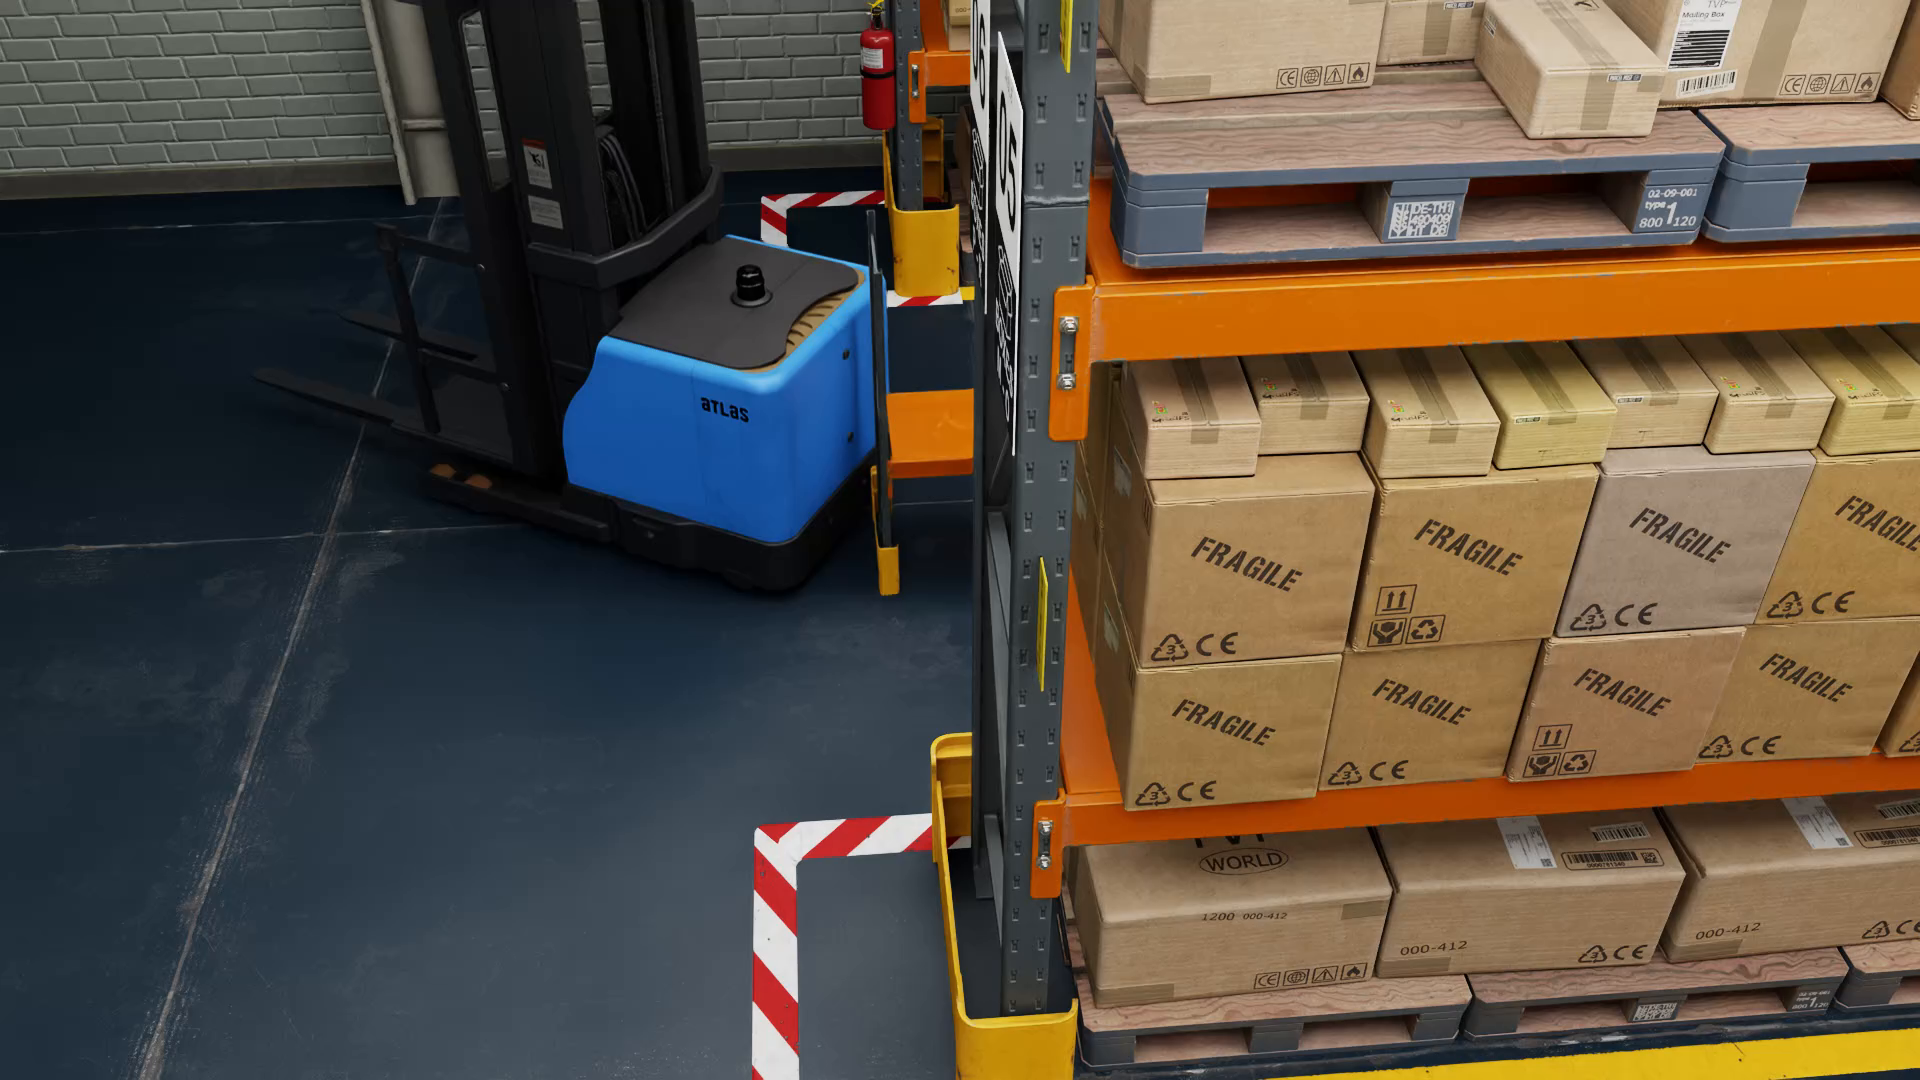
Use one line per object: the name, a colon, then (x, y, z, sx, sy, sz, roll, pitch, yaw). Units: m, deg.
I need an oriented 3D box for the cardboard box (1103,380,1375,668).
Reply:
cardboard box: (0.648, -0.058, 4.014, 0.500, 0.500, 0.500, -4, 38, -5)

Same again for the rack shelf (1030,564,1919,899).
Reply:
rack shelf: (2.137, 0.397, 4.906, 4.000, 0.370, 1.077, -3, 38, -4)

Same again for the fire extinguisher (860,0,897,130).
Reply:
fire extinguisher: (-0.405, -2.368, 8.193, 0.183, 0.674, 0.296, -3, 38, -4)

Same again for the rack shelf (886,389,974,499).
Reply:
rack shelf: (0.184, -0.426, 6.870, 1.000, 0.185, 0.538, -3, 38, -4)

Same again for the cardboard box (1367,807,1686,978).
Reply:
cardboard box: (1.704, 0.912, 5.402, 0.875, 0.438, 0.875, -2, 38, -3)

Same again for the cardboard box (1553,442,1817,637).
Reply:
cardboard box: (1.674, -0.124, 4.097, 0.500, 0.500, 0.500, -3, 38, -4)

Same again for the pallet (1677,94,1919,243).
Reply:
pallet: (2.100, -1.035, 3.790, 1.213, 0.211, 1.003, -3, 38, -4)

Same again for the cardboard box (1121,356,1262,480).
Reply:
cardboard box: (0.523, -0.311, 3.811, 0.250, 0.149, 0.380, -2, 38, -3)

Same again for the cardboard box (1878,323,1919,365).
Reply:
cardboard box: (2.328, -0.414, 3.942, 0.250, 0.149, 0.380, -3, 38, -4)

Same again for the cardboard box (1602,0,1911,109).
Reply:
cardboard box: (1.640, -1.174, 3.547, 0.500, 0.311, 0.500, -2, 38, -3)

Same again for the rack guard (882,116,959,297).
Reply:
rack guard: (-0.223, -1.861, 9.205, 0.348, 0.500, 1.175, -3, 38, -4)

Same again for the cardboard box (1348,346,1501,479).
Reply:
cardboard box: (1.046, -0.313, 3.813, 0.250, 0.149, 0.380, -2, 38, -3)

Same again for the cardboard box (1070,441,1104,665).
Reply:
cardboard box: (0.601, -0.005, 4.754, 0.500, 0.500, 0.500, -3, 38, -4)

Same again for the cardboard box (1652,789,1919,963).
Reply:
cardboard box: (2.602, 0.864, 5.463, 0.875, 0.438, 0.875, -4, 38, -5)

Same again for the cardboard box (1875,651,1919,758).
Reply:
cardboard box: (2.678, 0.217, 4.473, 0.500, 0.500, 0.500, -4, 38, -5)

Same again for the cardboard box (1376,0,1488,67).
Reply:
cardboard box: (0.995, -1.211, 3.725, 0.250, 0.149, 0.380, -6, 39, -7)

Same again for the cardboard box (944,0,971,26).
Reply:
cardboard box: (0.177, -2.755, 8.201, 0.500, 0.250, 0.500, -3, 38, -4)

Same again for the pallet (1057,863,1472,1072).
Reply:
pallet: (0.934, 1.227, 5.525, 1.213, 0.211, 1.003, -3, 38, -4)

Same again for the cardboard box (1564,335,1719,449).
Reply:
cardboard box: (1.564, -0.385, 3.905, 0.250, 0.149, 0.380, -3, 38, -4)

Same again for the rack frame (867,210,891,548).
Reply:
rack frame: (-0.322, -0.537, 6.720, 0.032, 1.500, 0.500, -3, 38, -4)

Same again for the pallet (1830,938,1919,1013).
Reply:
pallet: (3.364, 1.093, 5.694, 1.213, 0.211, 1.003, -3, 38, -4)

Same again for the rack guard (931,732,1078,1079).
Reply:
rack guard: (0.120, 1.207, 5.317, 0.348, 0.500, 1.175, -3, 38, -4)

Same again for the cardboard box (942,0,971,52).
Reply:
cardboard box: (0.053, -2.588, 8.311, 0.250, 0.149, 0.380, -3, 38, -4)

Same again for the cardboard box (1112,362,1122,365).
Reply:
cardboard box: (0.484, -0.605, 4.184, 0.250, 0.149, 0.380, -3, 38, -3)

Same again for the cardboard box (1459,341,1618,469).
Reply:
cardboard box: (1.307, -0.338, 3.845, 0.250, 0.149, 0.380, -4, 38, -5)

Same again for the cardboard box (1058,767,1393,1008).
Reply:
cardboard box: (0.793, 0.967, 5.332, 0.875, 0.438, 0.875, -4, 38, -6)

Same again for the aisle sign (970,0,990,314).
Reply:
aisle sign: (0.045, -0.984, 3.976, 0.004, 0.787, 0.394, -3, 38, -4)

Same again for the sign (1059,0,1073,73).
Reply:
sign: (0.188, -0.985, 2.885, 0.005, 0.325, 0.100, -3, 38, -4)

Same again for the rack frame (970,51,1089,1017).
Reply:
rack frame: (0.144, 0.224, 4.544, 0.127, 3.000, 1.000, -3, 38, -4)

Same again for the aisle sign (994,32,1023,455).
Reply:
aisle sign: (0.098, -0.613, 3.507, 0.004, 0.787, 0.394, -3, 38, -4)

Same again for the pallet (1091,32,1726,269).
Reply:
pallet: (0.882, -0.966, 3.702, 1.213, 0.211, 1.003, -3, 38, -4)

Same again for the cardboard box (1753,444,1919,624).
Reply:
cardboard box: (2.171, -0.152, 4.133, 0.500, 0.500, 0.500, -3, 38, -4)

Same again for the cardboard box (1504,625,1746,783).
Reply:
cardboard box: (1.658, 0.274, 4.400, 0.500, 0.500, 0.500, -3, 38, -4)

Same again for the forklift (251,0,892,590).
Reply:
forklift: (-1.853, -1.553, 6.852, 3.031, 2.935, 1.130, 16, 41, 19)

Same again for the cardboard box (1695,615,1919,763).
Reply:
cardboard box: (2.155, 0.236, 4.448, 0.500, 0.500, 0.500, -2, 38, -2)

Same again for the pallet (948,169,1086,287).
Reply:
pallet: (0.571, -1.792, 9.351, 1.213, 0.211, 1.003, -3, 38, -4)

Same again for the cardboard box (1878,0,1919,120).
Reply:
cardboard box: (2.166, -1.215, 3.446, 0.500, 0.500, 0.500, -3, 38, -3)

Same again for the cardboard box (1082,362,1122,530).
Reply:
cardboard box: (0.604, -0.381, 4.423, 0.500, 0.500, 0.500, -2, 38, -2)

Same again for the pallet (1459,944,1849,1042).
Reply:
pallet: (2.146, 1.162, 5.607, 1.213, 0.211, 1.003, -3, 38, -4)

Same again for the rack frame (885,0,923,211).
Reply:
rack frame: (-0.299, -2.838, 8.425, 0.127, 3.000, 1.000, -3, 38, -4)

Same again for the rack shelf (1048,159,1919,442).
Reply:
rack shelf: (2.137, -0.781, 3.977, 4.000, 0.370, 1.077, -3, 38, -4)

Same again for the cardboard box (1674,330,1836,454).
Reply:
cardboard box: (1.816, -0.373, 3.889, 0.250, 0.149, 0.380, -3, 38, -4)

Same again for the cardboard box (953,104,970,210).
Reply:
cardboard box: (0.319, -1.998, 9.037, 0.637, 0.503, 0.797, -5, 39, -6)

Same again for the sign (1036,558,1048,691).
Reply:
sign: (0.188, 0.196, 3.817, 0.005, 0.325, 0.100, -3, 38, -4)

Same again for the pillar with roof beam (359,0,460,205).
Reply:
pillar with roof beam: (-2.683, -2.945, 3.718, 0.400, 9.000, 9.100, -3, 38, -4)

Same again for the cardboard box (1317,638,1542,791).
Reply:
cardboard box: (1.149, 0.291, 4.379, 0.500, 0.500, 0.500, -4, 38, -5)

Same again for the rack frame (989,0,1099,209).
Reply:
rack frame: (0.144, -2.131, 2.686, 0.127, 3.000, 1.000, -3, 38, -4)

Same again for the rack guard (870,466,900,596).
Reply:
rack guard: (-0.321, -0.046, 7.107, 0.087, 0.250, 0.587, -3, 38, -4)

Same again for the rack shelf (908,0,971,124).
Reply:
rack shelf: (1.693, -2.665, 8.787, 4.000, 0.370, 1.077, -3, 38, -4)

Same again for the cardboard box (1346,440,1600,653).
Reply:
cardboard box: (1.162, -0.091, 4.056, 0.500, 0.500, 0.500, -4, 38, -5)

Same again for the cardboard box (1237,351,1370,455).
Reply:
cardboard box: (0.777, -0.369, 3.885, 0.250, 0.149, 0.380, -2, 38, -3)

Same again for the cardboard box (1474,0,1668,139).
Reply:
cardboard box: (1.249, -0.977, 3.428, 0.250, 0.149, 0.380, -2, 38, -2)

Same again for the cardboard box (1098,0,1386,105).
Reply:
cardboard box: (0.585, -1.179, 3.602, 0.500, 0.250, 0.500, -6, 39, -8)

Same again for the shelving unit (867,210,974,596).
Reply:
shelving unit: (0.174, -0.567, 6.757, 1.083, 1.500, 0.587, -3, 38, -4)

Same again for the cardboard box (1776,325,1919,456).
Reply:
cardboard box: (2.071, -0.370, 3.886, 0.250, 0.149, 0.380, -4, 38, -5)

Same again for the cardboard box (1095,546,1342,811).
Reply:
cardboard box: (0.648, 0.336, 4.322, 0.500, 0.500, 0.500, -3, 38, -4)

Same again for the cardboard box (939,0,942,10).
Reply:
cardboard box: (0.007, -2.923, 8.736, 0.250, 0.149, 0.380, -4, 38, -4)
